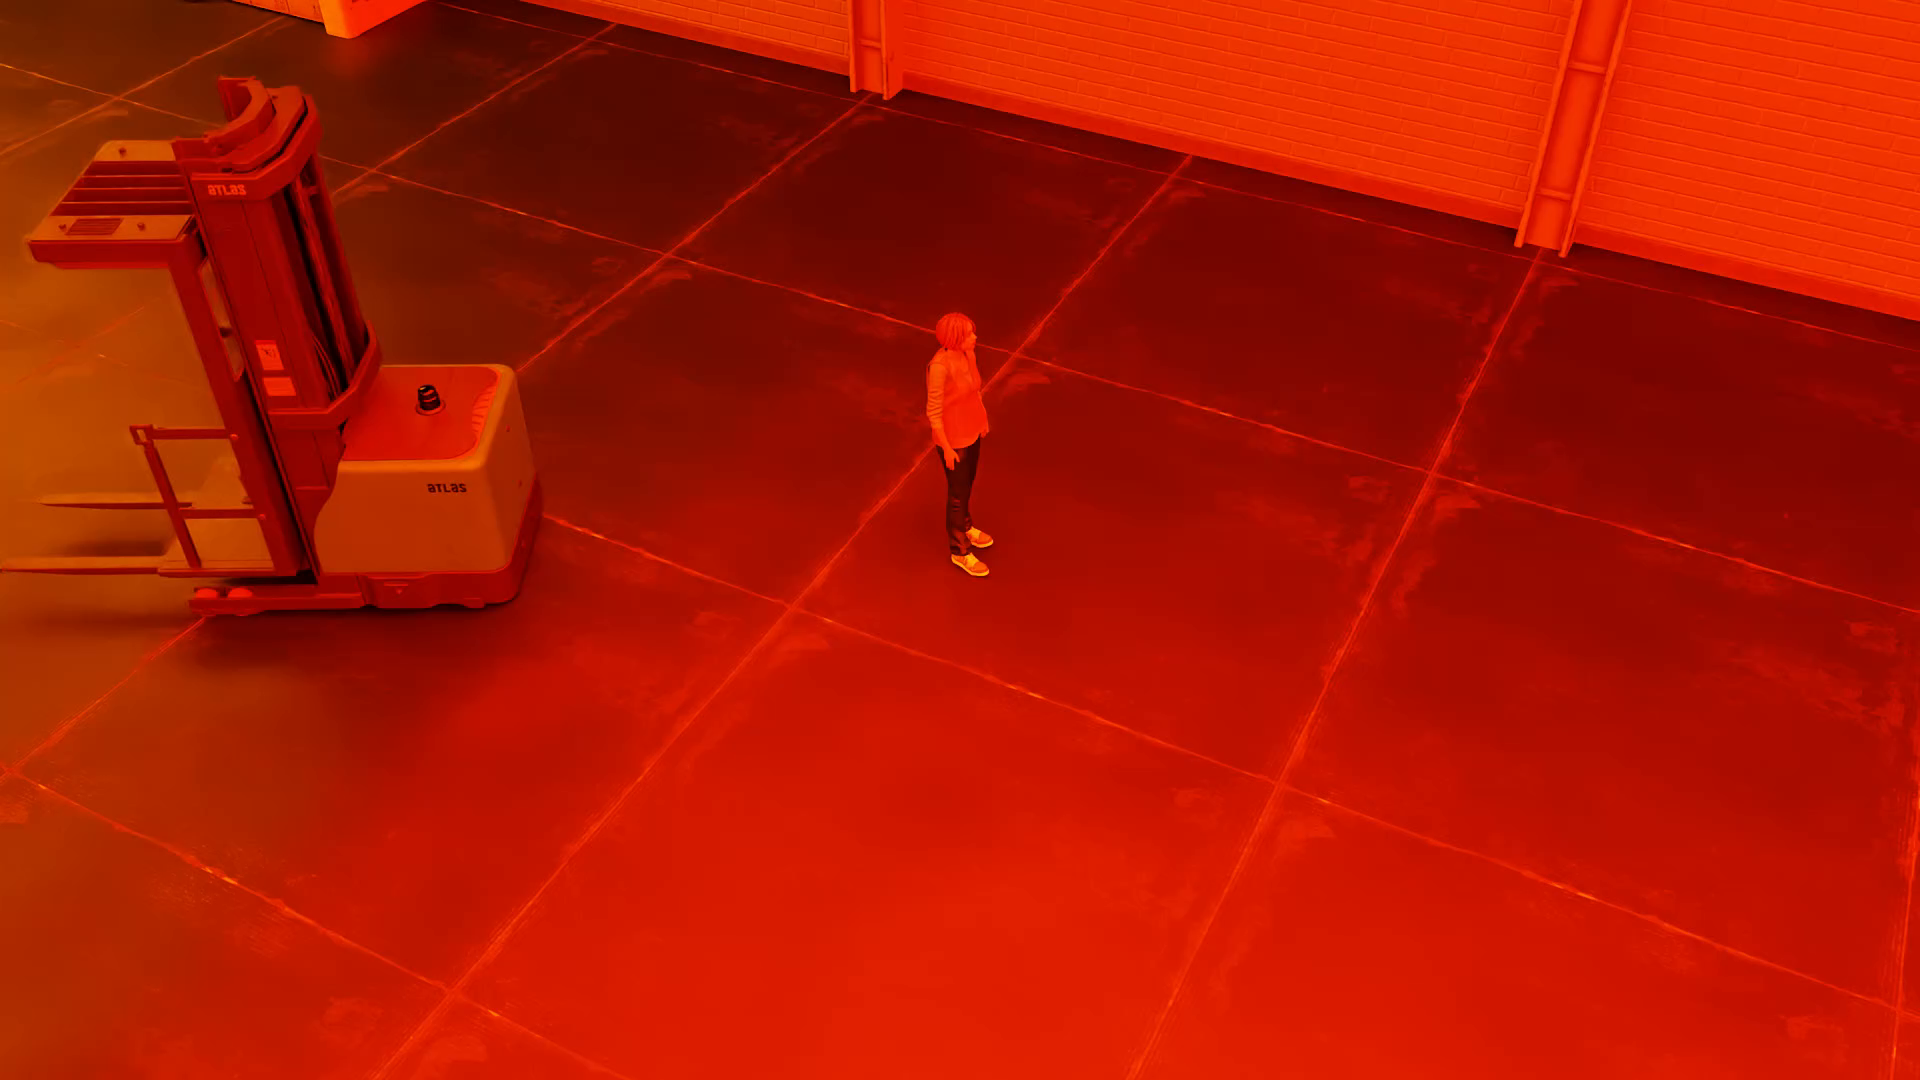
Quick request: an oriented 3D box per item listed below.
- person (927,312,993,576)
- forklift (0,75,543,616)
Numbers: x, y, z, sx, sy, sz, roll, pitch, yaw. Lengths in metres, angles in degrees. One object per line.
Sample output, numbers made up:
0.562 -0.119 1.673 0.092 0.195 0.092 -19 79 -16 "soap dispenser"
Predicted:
0.059 -0.587 9.707 0.476 1.597 0.520 18 43 21 "person"
-4.122 -1.019 9.196 3.031 2.935 1.130 -1 40 -1 "forklift"
